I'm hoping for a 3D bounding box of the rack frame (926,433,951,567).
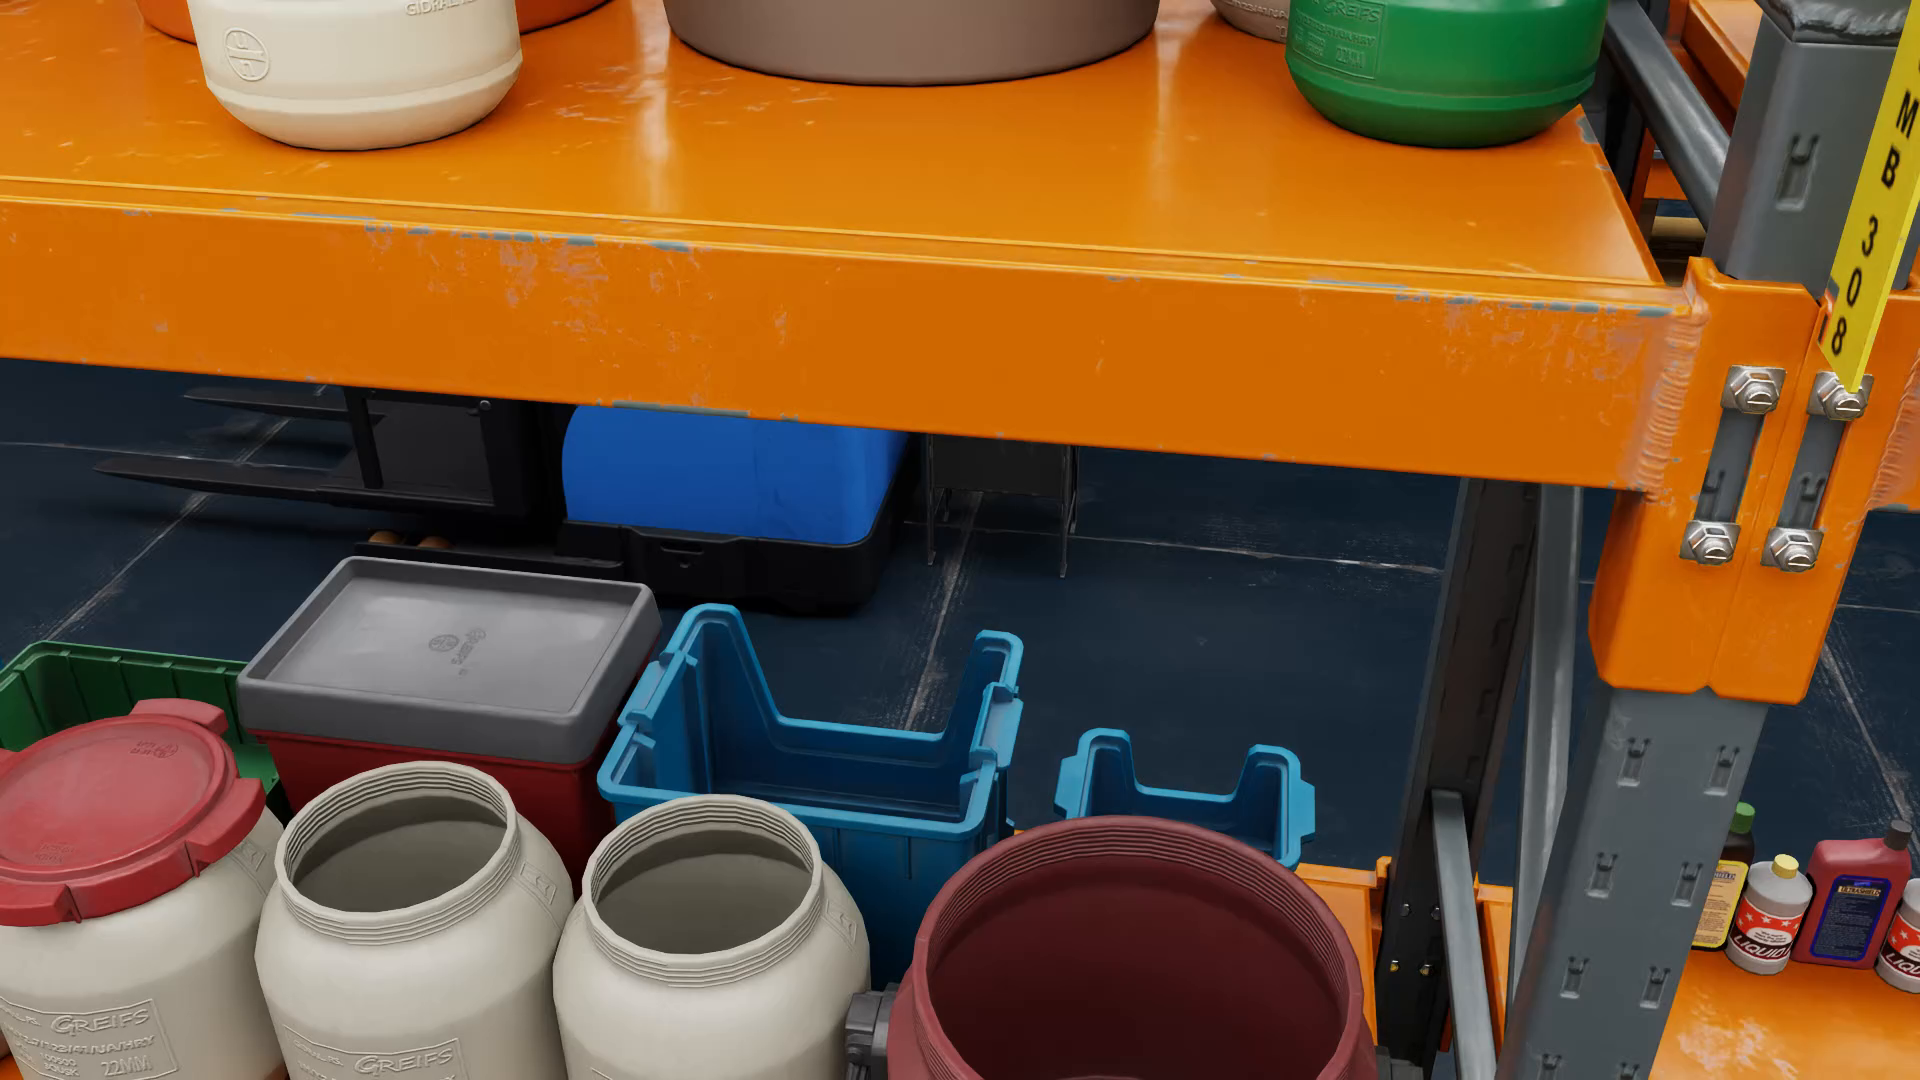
[{"bbox_3d":[-0.077,-0.897,5.704,0.015,2.100,0.400,5,32,8],"label":"rack frame"}]

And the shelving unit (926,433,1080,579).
[{"bbox_3d":[0.163,-0.875,5.669,0.503,2.100,0.431,5,32,8],"label":"shelving unit"}]

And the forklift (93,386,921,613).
[{"bbox_3d":[-1.719,-1.358,5.656,3.031,2.935,1.130,5,32,8],"label":"forklift"}]

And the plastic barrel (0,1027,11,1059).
[{"bbox_3d":[-1.596,0.525,2.456,0.433,0.535,0.433,0,32,0],"label":"plastic barrel"}]

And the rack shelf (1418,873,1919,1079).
[{"bbox_3d":[2.689,1.157,2.252,4.000,0.370,1.077,5,32,8],"label":"rack shelf"}]

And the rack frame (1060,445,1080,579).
[{"bbox_3d":[0.404,-0.853,5.634,0.015,2.100,0.400,5,32,8],"label":"rack frame"}]

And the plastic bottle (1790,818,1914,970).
[{"bbox_3d":[1.416,0.557,2.643,0.133,0.283,0.061,5,32,8],"label":"plastic bottle"}]

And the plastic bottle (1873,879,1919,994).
[{"bbox_3d":[1.526,0.612,2.633,0.097,0.201,0.097,0,32,0],"label":"plastic bottle"}]

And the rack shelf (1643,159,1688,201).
[{"bbox_3d":[3.526,-1.433,6.390,4.000,0.370,1.077,5,32,8],"label":"rack shelf"}]

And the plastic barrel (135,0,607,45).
[{"bbox_3d":[-0.700,-1.025,1.828,0.708,0.830,0.600,5,32,8],"label":"plastic barrel"}]

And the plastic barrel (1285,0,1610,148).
[{"bbox_3d":[0.466,-0.527,1.584,0.294,0.245,0.294,0,32,0],"label":"plastic barrel"}]

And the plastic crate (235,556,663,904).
[{"bbox_3d":[-0.824,0.343,2.815,0.583,0.464,0.402,5,32,8],"label":"plastic crate"}]

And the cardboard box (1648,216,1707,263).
[{"bbox_3d":[3.026,-1.036,7.019,0.500,0.500,0.500,4,32,6],"label":"cardboard box"}]

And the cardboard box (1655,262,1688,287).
[{"bbox_3d":[2.966,-0.762,6.581,0.500,0.500,0.500,5,32,8],"label":"cardboard box"}]

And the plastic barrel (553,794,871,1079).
[{"bbox_3d":[-0.332,0.647,2.285,0.421,0.512,0.421,0,32,0],"label":"plastic barrel"}]

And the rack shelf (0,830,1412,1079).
[{"bbox_3d":[-1.254,0.800,2.822,4.000,0.370,1.077,5,32,8],"label":"rack shelf"}]

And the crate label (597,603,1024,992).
[{"bbox_3d":[-0.216,0.429,2.704,0.616,0.435,0.502,5,32,8],"label":"crate label"}]

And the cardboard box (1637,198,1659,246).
[{"bbox_3d":[2.572,-1.398,6.890,0.500,0.250,0.500,6,33,10],"label":"cardboard box"}]

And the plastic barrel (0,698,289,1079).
[{"bbox_3d":[-1.169,0.564,2.394,0.433,0.535,0.433,0,32,0],"label":"plastic barrel"}]

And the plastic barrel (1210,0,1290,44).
[{"bbox_3d":[0.463,-0.833,1.821,0.421,0.512,0.421,0,32,0],"label":"plastic barrel"}]

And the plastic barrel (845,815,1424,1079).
[{"bbox_3d":[0.209,0.733,2.123,0.708,0.536,0.600,5,32,8],"label":"plastic barrel"}]

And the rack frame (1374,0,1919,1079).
[{"bbox_3d":[0.718,0.674,2.346,0.127,3.000,1.000,5,32,8],"label":"rack frame"}]

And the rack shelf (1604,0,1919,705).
[{"bbox_3d":[2.689,-0.114,1.456,4.000,0.370,1.077,5,32,8],"label":"rack shelf"}]

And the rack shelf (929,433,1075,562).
[{"bbox_3d":[0.163,-0.270,6.048,0.480,0.518,0.431,5,32,8],"label":"rack shelf"}]

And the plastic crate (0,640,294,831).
[{"bbox_3d":[-1.461,0.415,2.960,0.662,0.188,0.450,5,32,8],"label":"plastic crate"}]

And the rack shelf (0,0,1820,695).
[{"bbox_3d":[-1.254,-0.471,2.026,4.000,0.370,1.077,5,32,8],"label":"rack shelf"}]

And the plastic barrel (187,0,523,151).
[{"bbox_3d":[-0.575,-0.530,1.573,0.301,0.262,0.301,0,32,0],"label":"plastic barrel"}]

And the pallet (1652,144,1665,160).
[{"bbox_3d":[2.235,-1.811,6.497,1.003,0.211,1.213,5,32,8],"label":"pallet"}]

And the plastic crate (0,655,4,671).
[{"bbox_3d":[-2.085,0.260,3.023,0.575,0.384,0.392,5,32,8],"label":"plastic crate"}]

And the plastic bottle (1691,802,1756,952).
[{"bbox_3d":[1.188,0.536,2.676,0.133,0.283,0.061,5,32,8],"label":"plastic bottle"}]

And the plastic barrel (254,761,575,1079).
[{"bbox_3d":[-0.747,0.609,2.345,0.421,0.512,0.421,0,32,0],"label":"plastic barrel"}]

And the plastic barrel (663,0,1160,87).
[{"bbox_3d":[-0.055,-0.997,1.716,0.600,0.901,0.600,0,32,0],"label":"plastic barrel"}]

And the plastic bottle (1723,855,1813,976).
[{"bbox_3d":[1.299,0.591,2.666,0.097,0.201,0.097,0,32,0],"label":"plastic bottle"}]

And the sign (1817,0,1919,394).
[{"bbox_3d":[0.632,-0.265,1.117,0.005,0.325,0.100,5,32,8],"label":"sign"}]

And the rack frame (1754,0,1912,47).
[{"bbox_3d":[0.718,-1.869,0.754,0.127,3.000,1.000,5,32,8],"label":"rack frame"}]

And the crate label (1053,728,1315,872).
[{"bbox_3d":[0.366,0.511,2.764,0.416,0.233,0.303,5,32,8],"label":"crate label"}]
